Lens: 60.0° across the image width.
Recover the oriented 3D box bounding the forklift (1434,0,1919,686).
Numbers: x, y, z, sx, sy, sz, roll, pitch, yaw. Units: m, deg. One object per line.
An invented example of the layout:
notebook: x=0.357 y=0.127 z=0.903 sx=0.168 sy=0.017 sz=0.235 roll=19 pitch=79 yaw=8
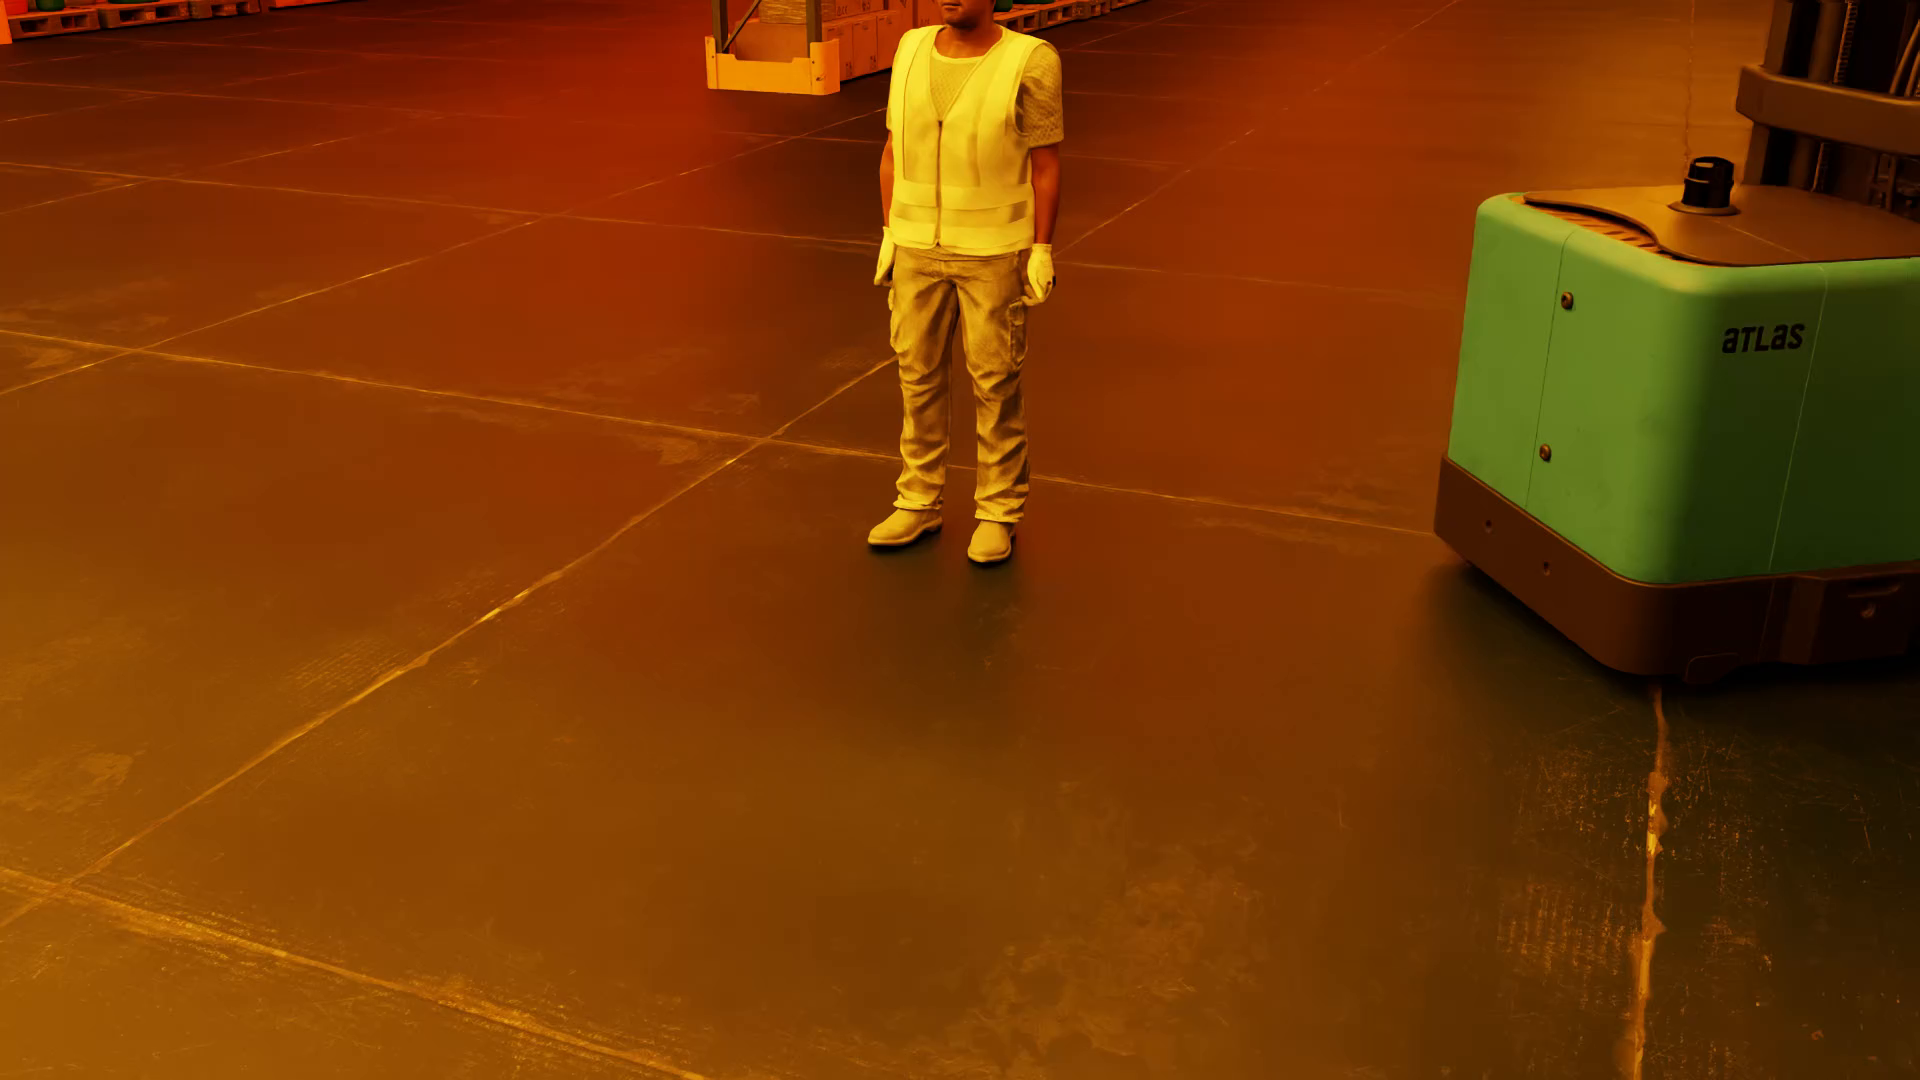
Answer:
forklift: x=2.987 y=-1.268 z=4.326 sx=3.031 sy=2.935 sz=1.130 roll=-5 pitch=23 yaw=-12

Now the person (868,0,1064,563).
person: x=0.008 y=-0.820 z=4.741 sx=0.542 sy=1.789 sz=0.382 roll=9 pitch=24 yaw=21
